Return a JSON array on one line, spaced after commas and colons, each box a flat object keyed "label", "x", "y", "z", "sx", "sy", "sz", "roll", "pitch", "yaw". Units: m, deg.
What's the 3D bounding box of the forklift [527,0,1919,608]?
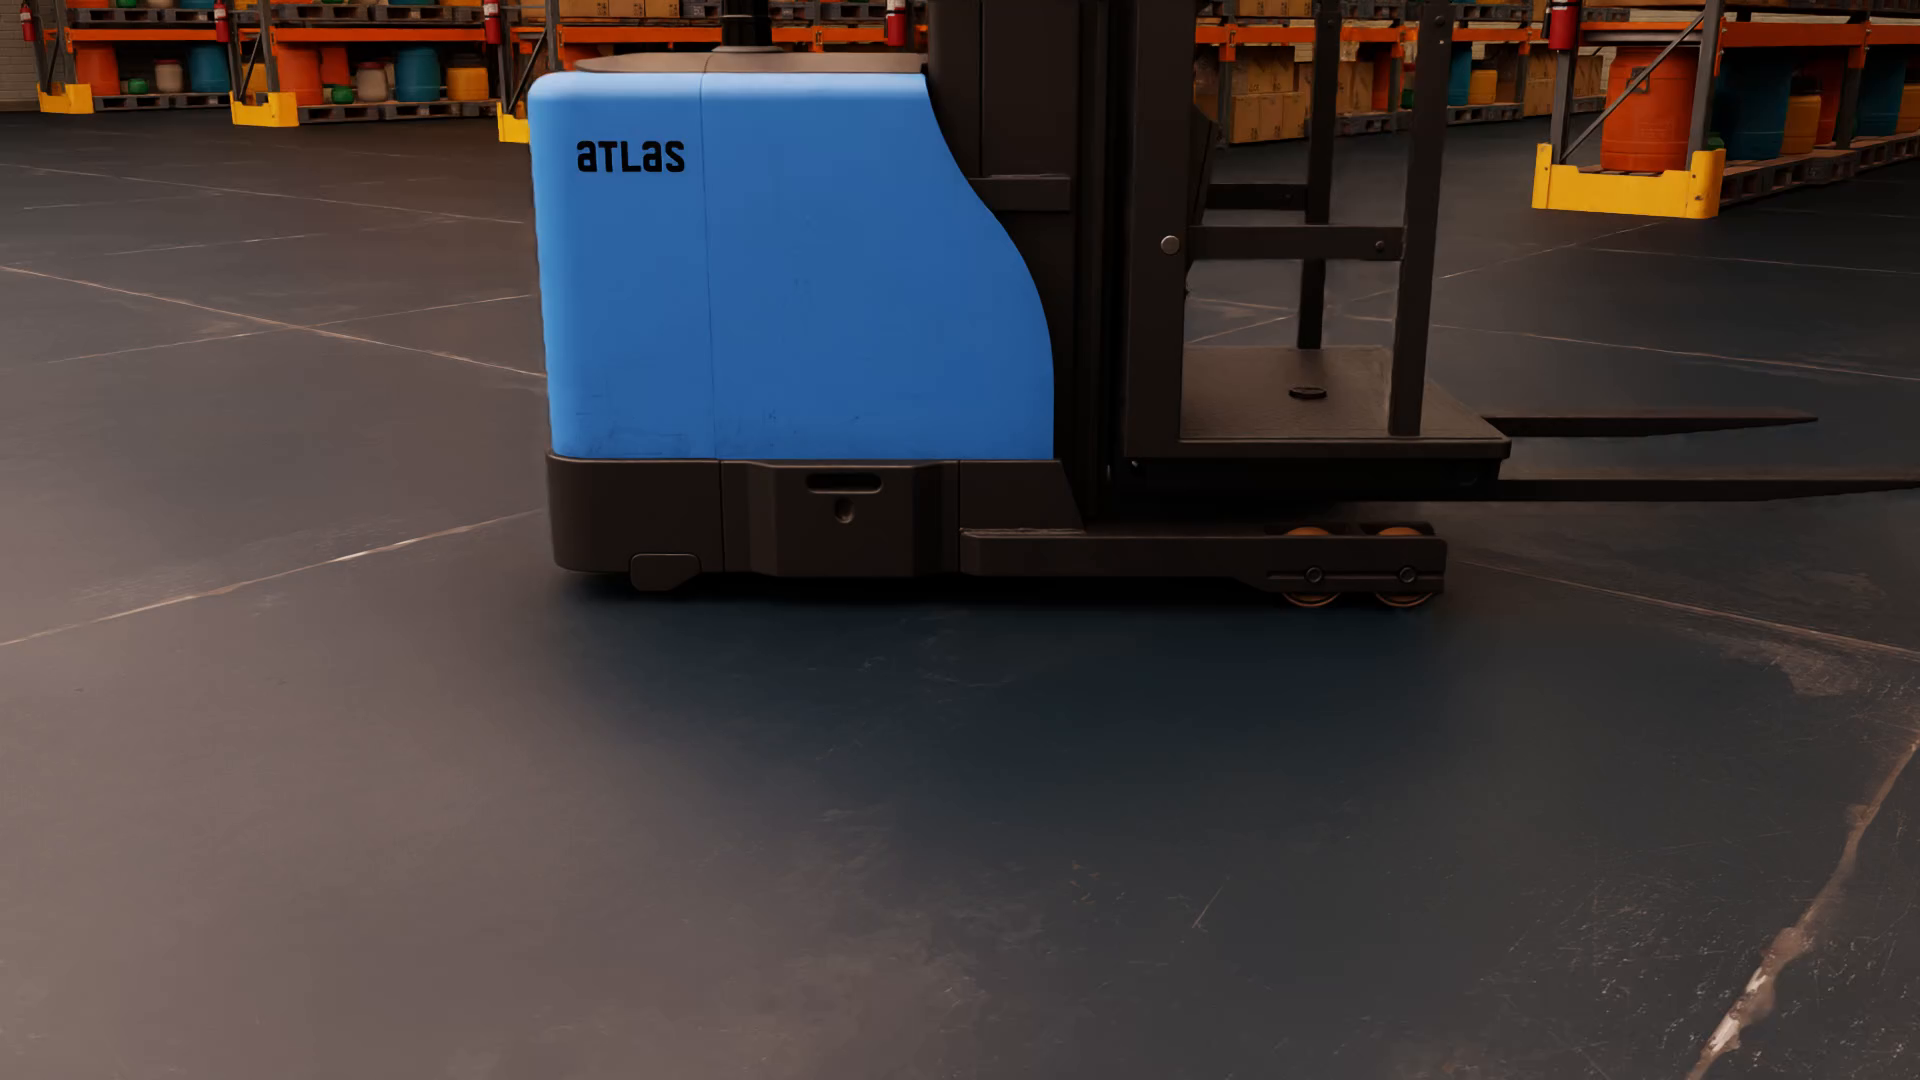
[{"label": "forklift", "x": 0.646, "y": -1.417, "z": 3.562, "sx": 3.031, "sy": 2.935, "sz": 1.130, "roll": 0, "pitch": 17, "yaw": 0}]
